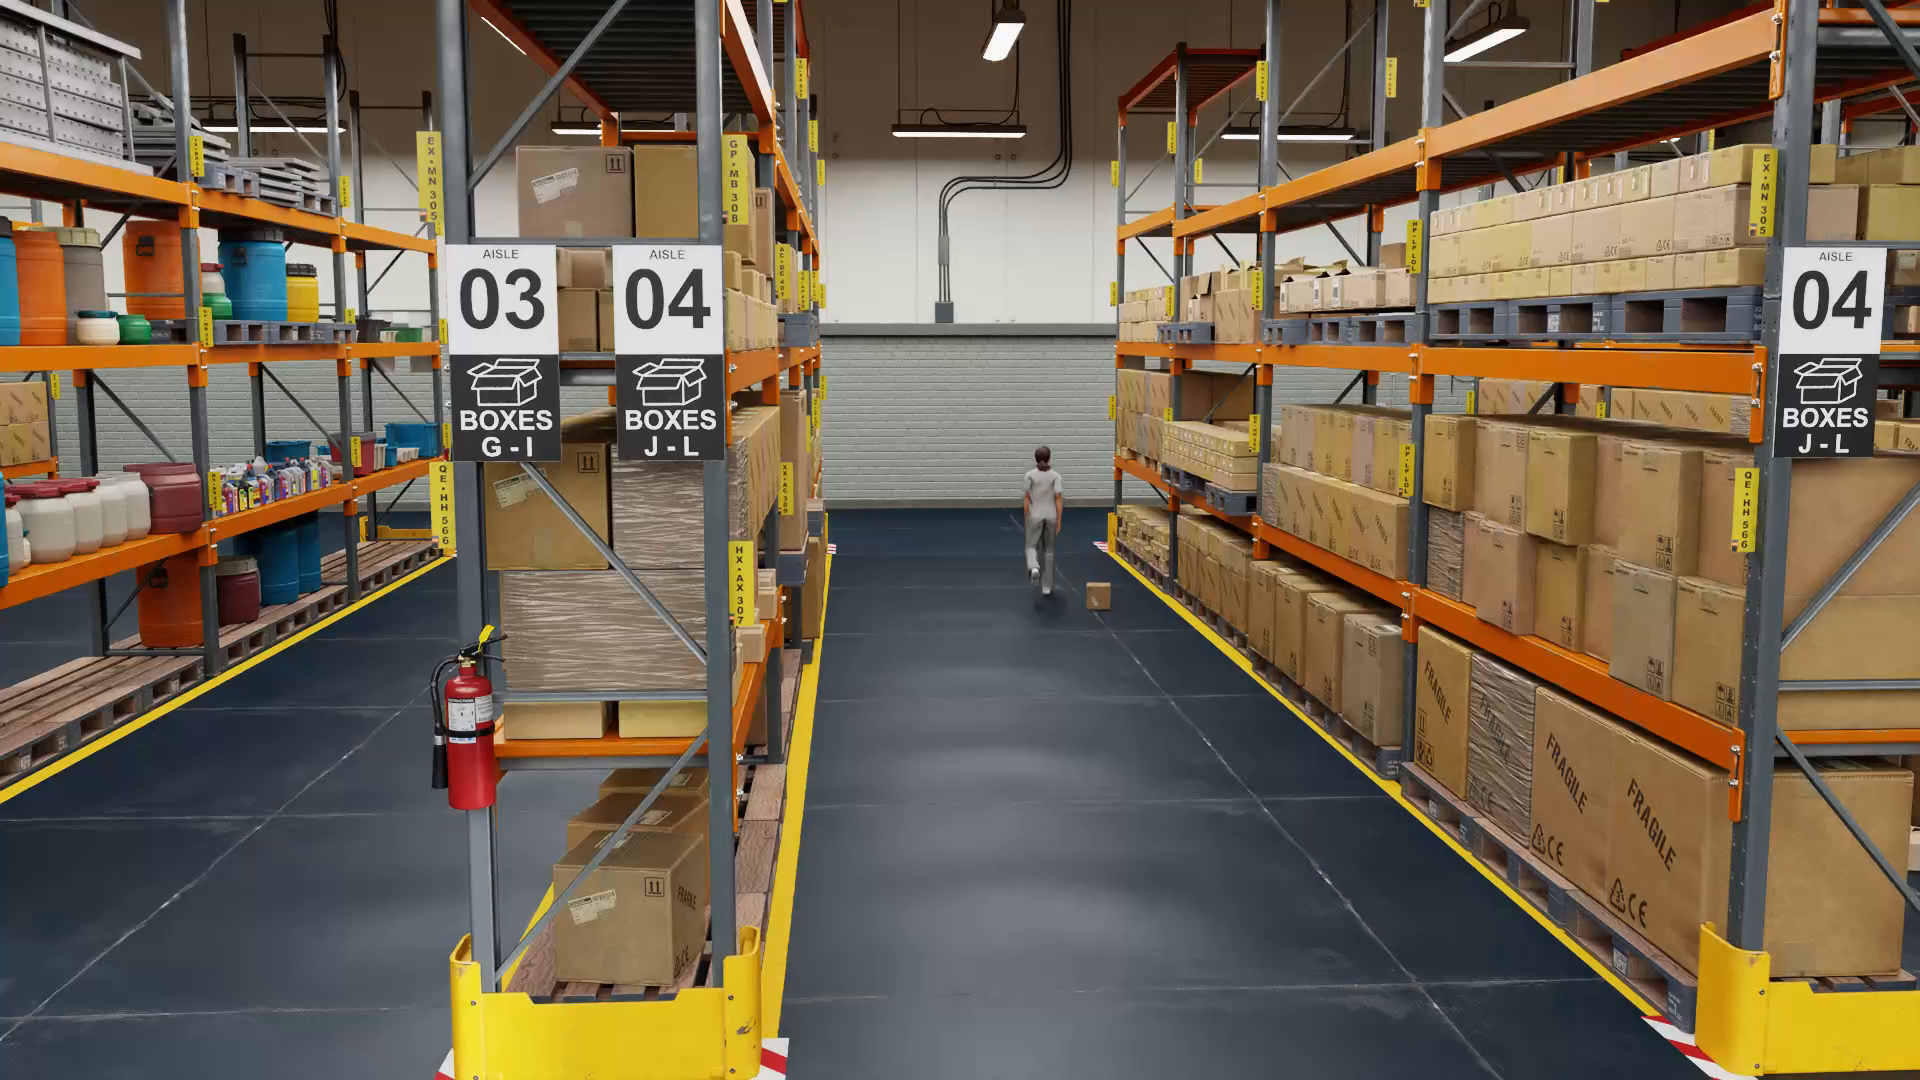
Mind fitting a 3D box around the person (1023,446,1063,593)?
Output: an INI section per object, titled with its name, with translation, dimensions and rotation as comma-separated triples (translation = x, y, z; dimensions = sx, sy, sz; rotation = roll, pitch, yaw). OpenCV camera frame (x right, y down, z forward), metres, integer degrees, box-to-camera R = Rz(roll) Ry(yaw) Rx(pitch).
[person]
translation = 0.922, -0.210, 18.404
dimensions = 0.438, 1.648, 0.752
rotation = 0, 7, -2
